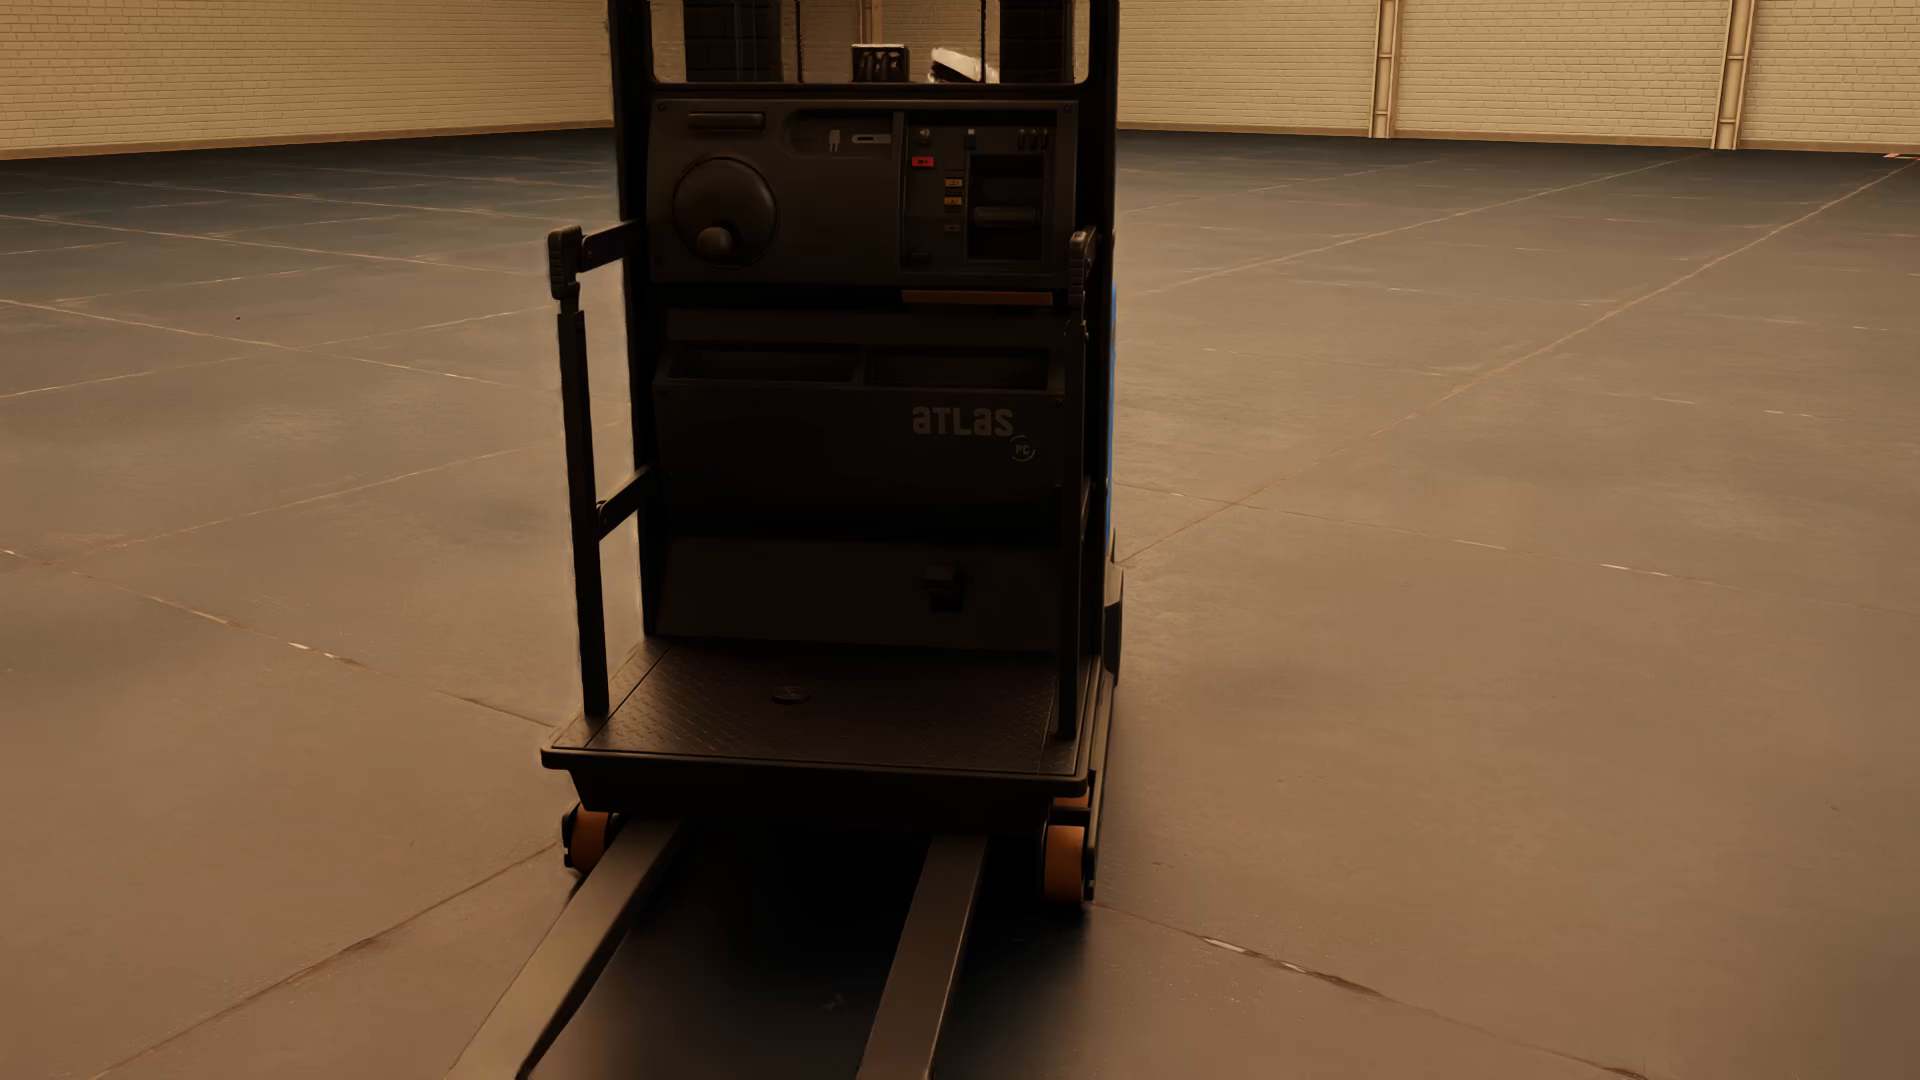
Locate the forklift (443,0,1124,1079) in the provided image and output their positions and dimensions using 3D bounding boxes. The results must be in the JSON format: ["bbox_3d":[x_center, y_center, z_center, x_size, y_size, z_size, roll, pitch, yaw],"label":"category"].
[{"bbox_3d":[-0.239,-0.757,3.365,1.130,2.935,3.031,2,17,7],"label":"forklift"}]

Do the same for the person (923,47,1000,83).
[{"bbox_3d":[-0.079,-0.824,5.754,0.497,1.693,0.598,11,20,31],"label":"person"}]
